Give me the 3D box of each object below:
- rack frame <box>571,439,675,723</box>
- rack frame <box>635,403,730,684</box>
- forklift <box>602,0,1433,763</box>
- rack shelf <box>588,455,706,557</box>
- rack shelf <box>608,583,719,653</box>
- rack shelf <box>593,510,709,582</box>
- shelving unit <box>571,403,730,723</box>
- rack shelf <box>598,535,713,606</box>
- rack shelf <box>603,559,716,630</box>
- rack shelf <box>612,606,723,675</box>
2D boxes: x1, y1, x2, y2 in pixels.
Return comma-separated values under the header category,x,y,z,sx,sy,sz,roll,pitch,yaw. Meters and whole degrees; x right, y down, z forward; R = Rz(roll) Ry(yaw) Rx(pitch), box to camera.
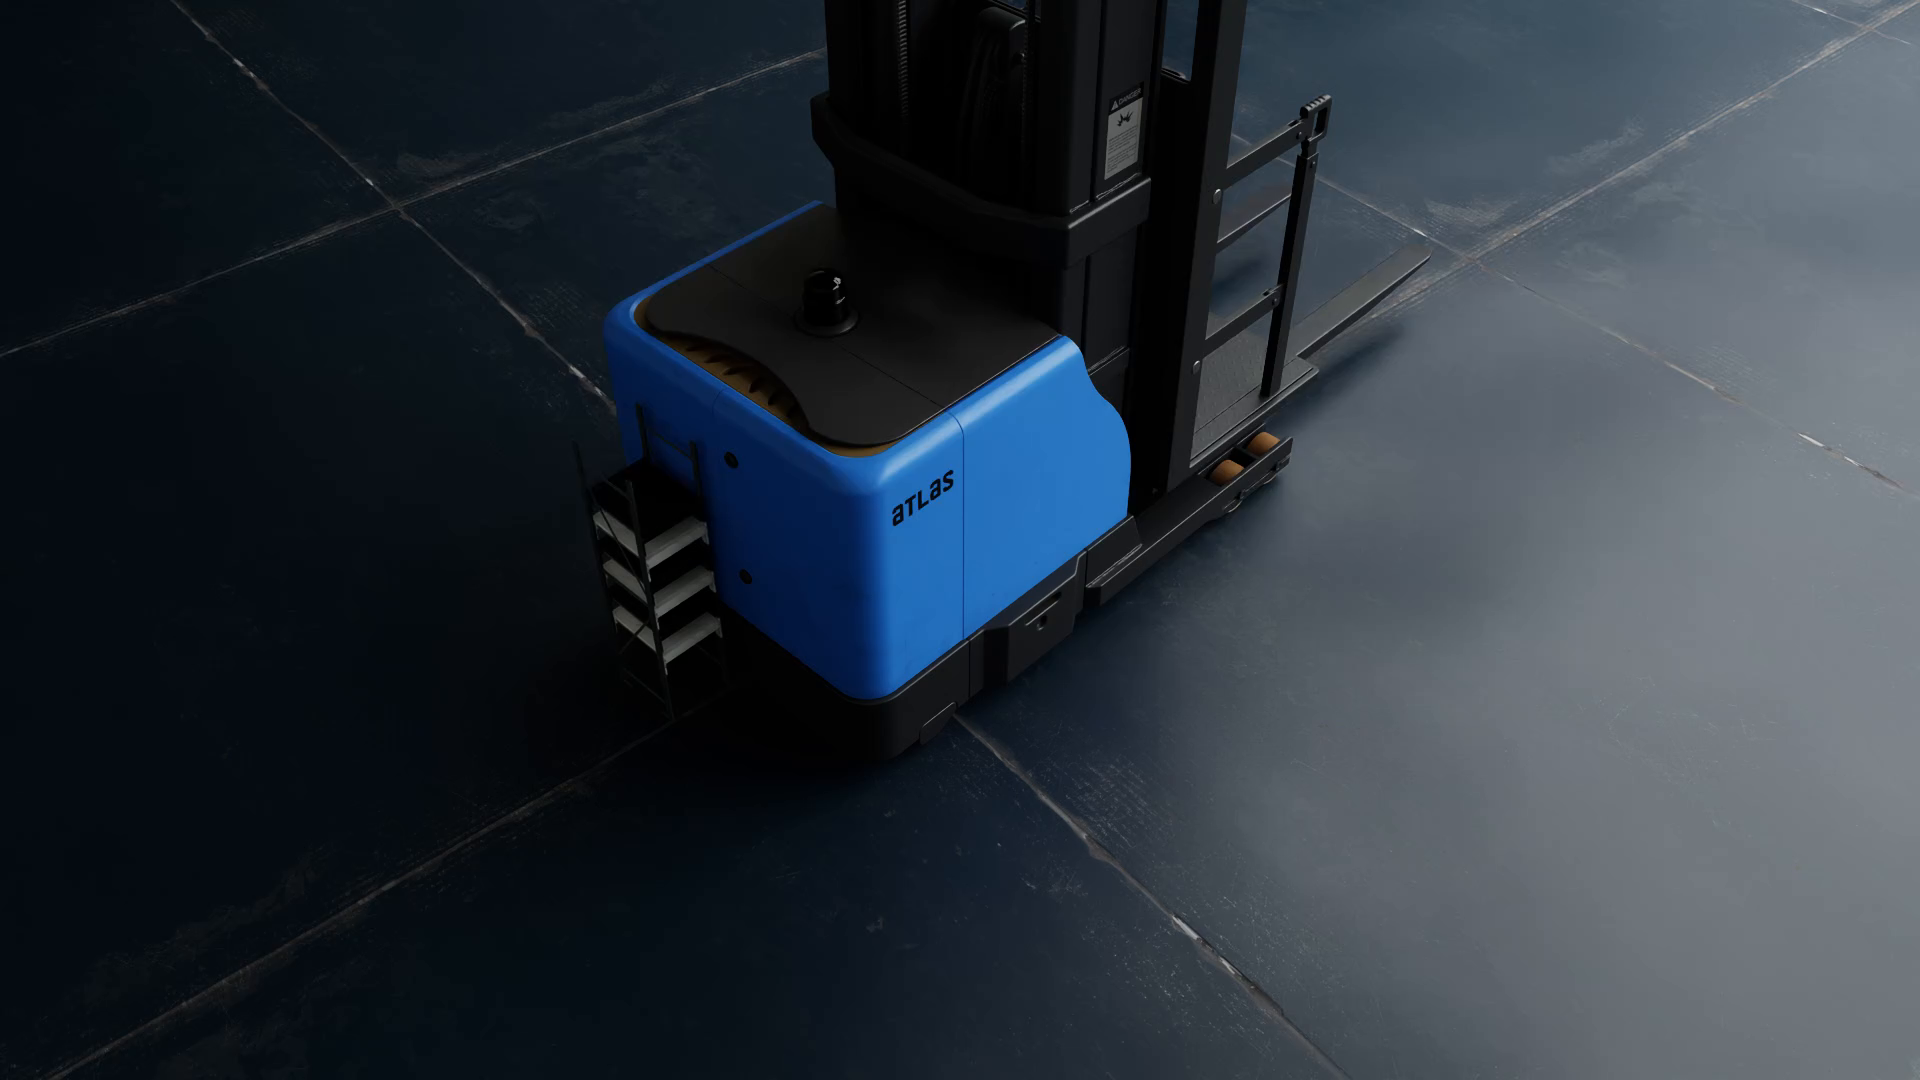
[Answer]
category,x,y,z,sx,sy,sz,roll,pitch,yaw
rack frame,-0.895,0.130,4.454,0.240,0.900,0.006,33,53,30
rack frame,-0.754,0.030,4.561,0.240,0.900,0.006,33,53,30
forklift,0.434,-1.377,4.575,1.130,2.935,3.031,33,53,30
rack shelf,-0.825,-0.092,4.345,0.258,0.077,0.200,33,53,30
rack shelf,-0.825,0.170,4.592,0.258,0.077,0.200,33,53,30
rack shelf,-0.825,-0.027,4.407,0.258,0.077,0.200,33,53,30
shelving unit,-0.825,0.080,4.507,0.258,0.900,0.210,33,53,30
rack shelf,-0.825,0.039,4.468,0.258,0.077,0.200,33,53,30
rack shelf,-0.825,0.105,4.530,0.258,0.077,0.200,33,53,30
rack shelf,-0.825,0.236,4.653,0.258,0.077,0.200,33,53,30
